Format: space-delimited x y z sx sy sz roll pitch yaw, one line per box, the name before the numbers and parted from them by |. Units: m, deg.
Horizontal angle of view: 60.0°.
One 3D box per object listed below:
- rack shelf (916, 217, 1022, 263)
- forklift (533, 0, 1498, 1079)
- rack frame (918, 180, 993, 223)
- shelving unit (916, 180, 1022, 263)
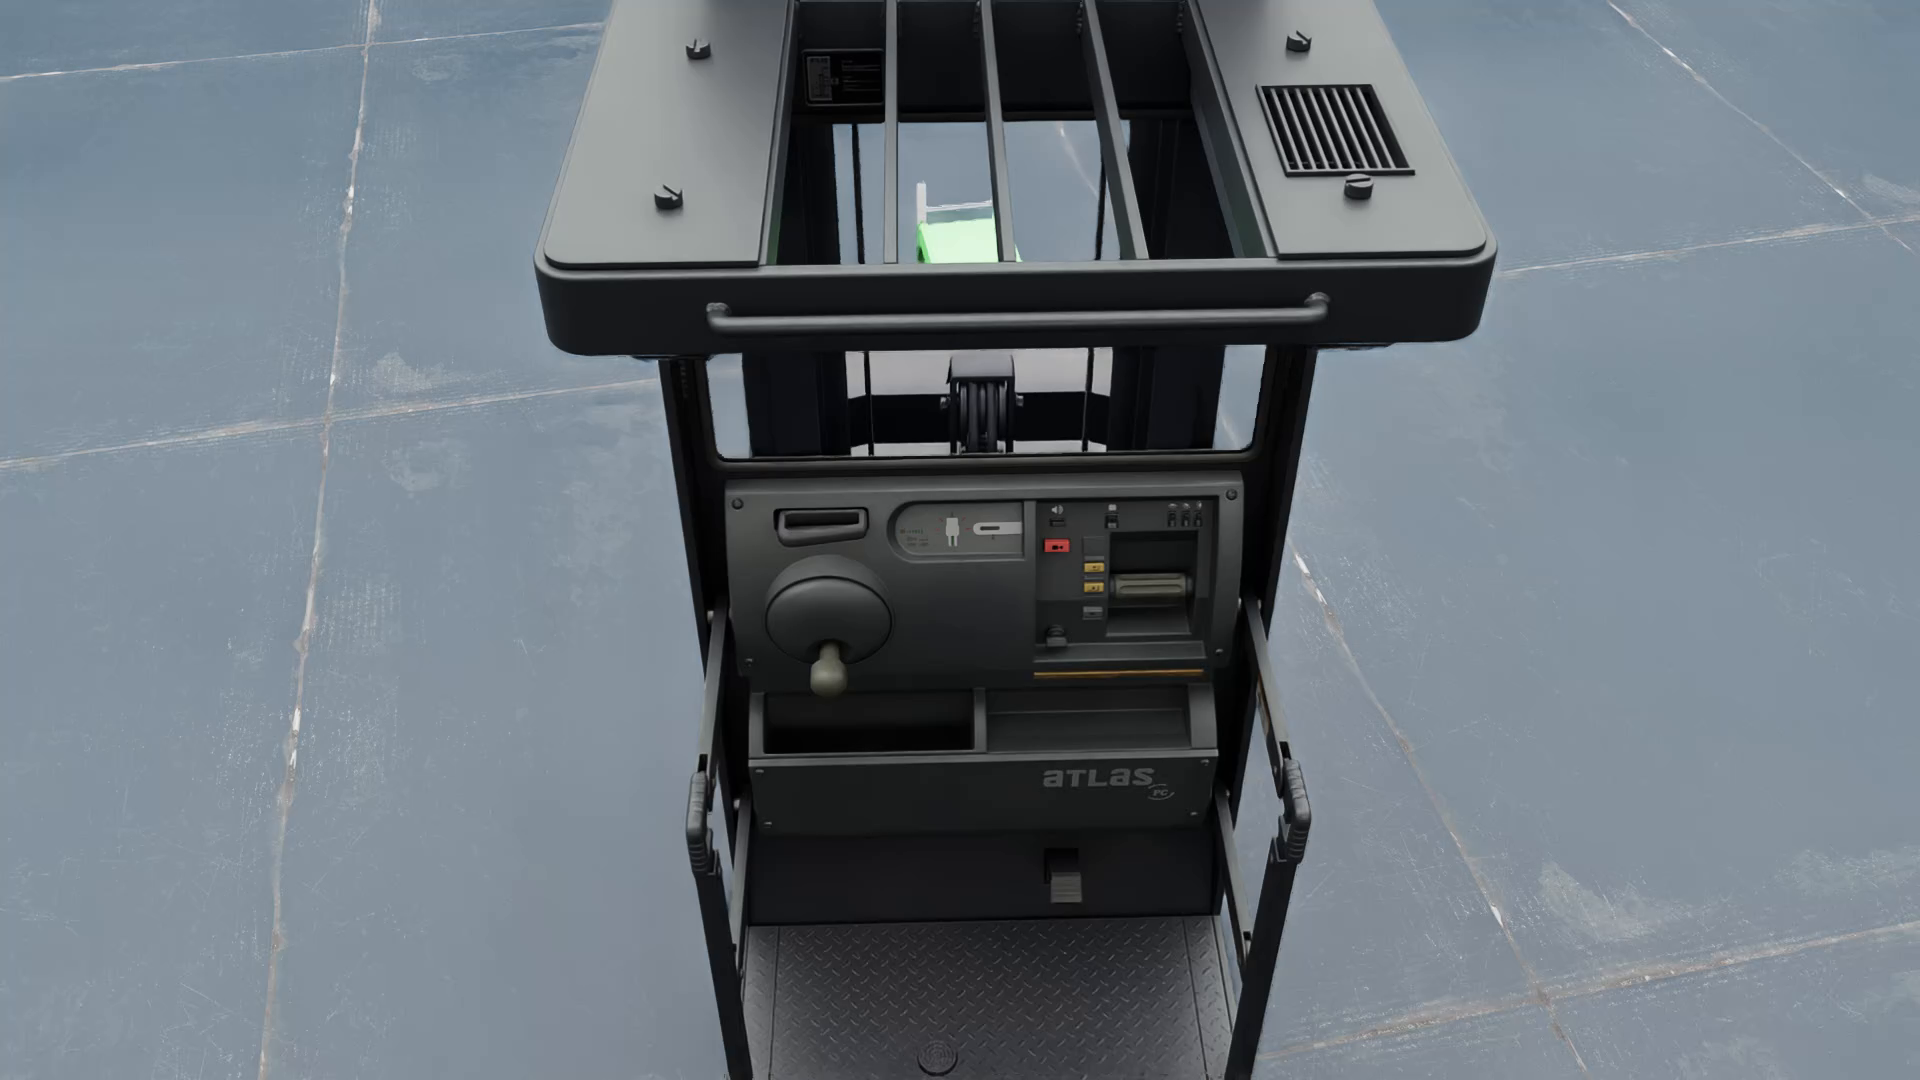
rack shelf | 0.046 -0.694 4.501 0.258 0.148 0.480 -7 42 -7
forklift | 0.054 0.163 2.859 1.130 2.935 3.031 -1 42 -1
rack frame | 0.003 -0.543 4.957 0.240 1.200 0.015 -7 42 -7
shelving unit | 0.046 -0.383 4.778 0.258 1.200 0.503 -7 42 -7
